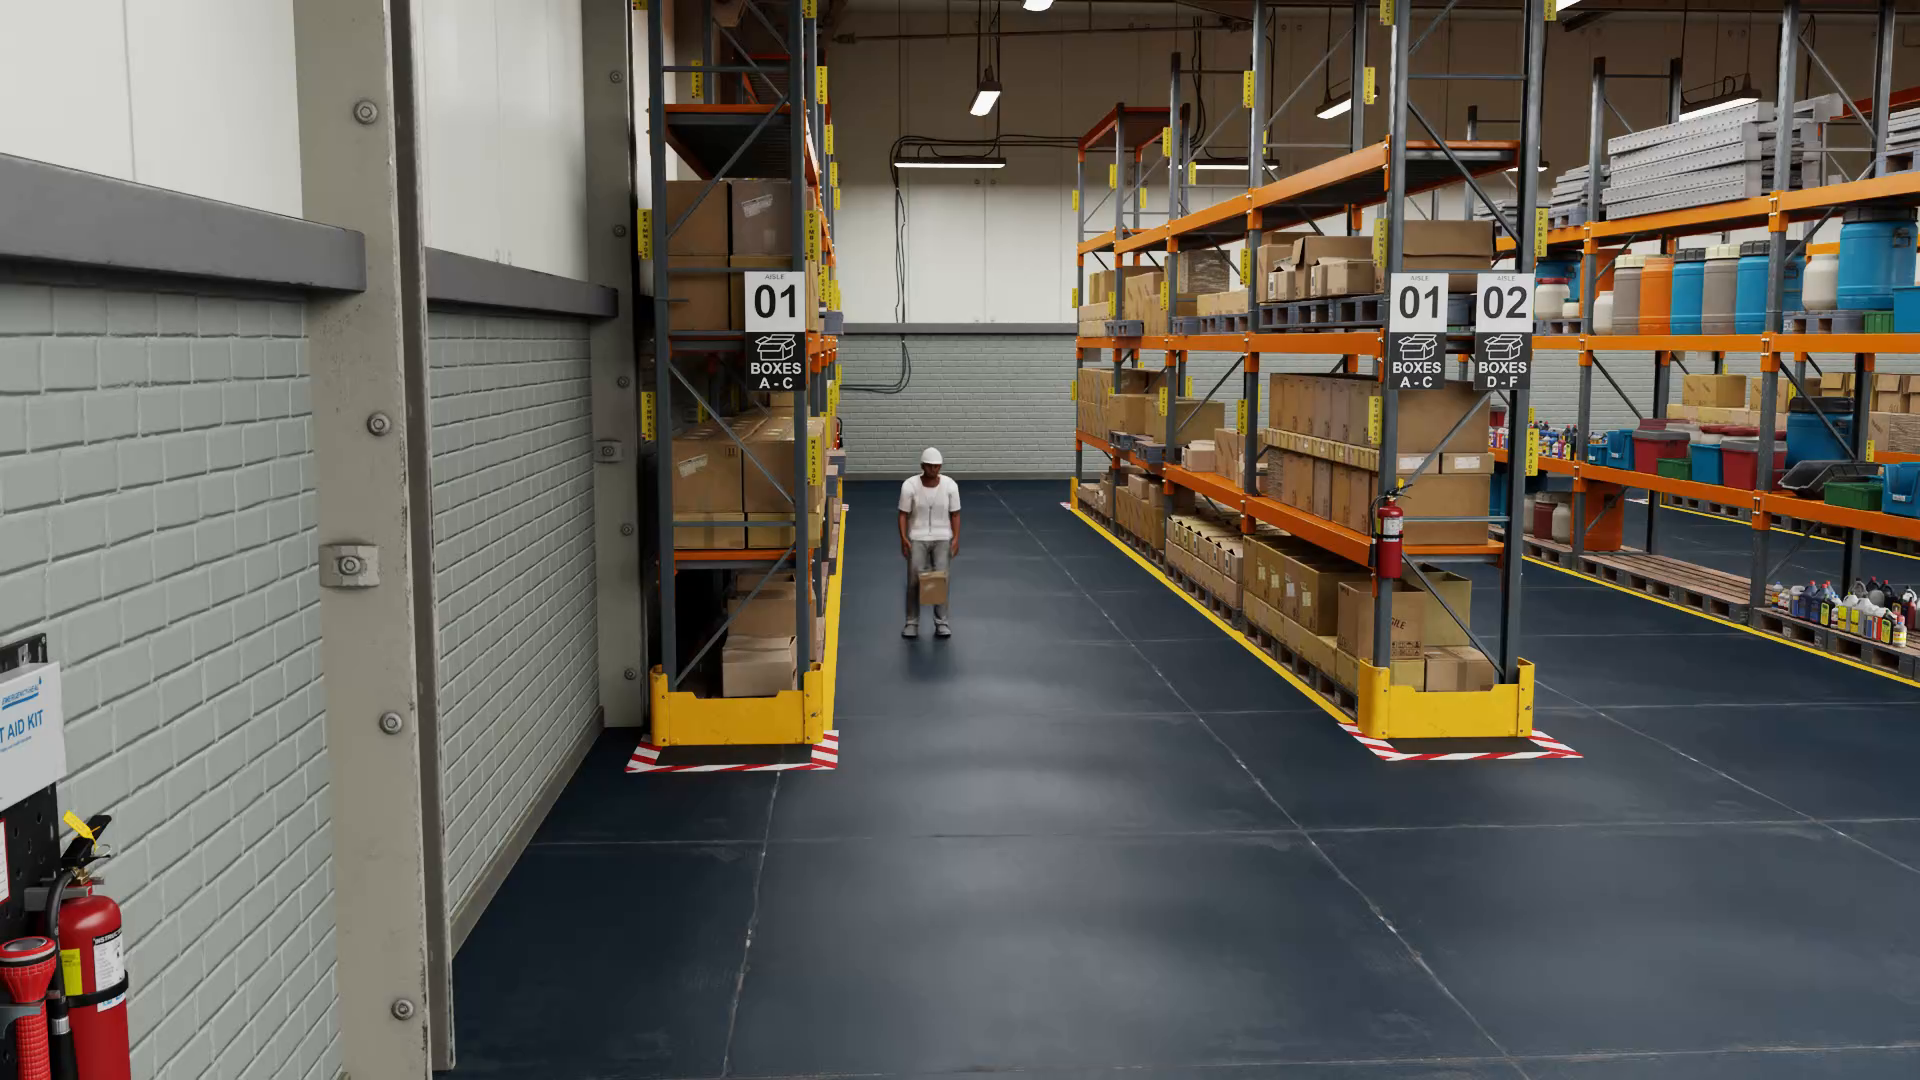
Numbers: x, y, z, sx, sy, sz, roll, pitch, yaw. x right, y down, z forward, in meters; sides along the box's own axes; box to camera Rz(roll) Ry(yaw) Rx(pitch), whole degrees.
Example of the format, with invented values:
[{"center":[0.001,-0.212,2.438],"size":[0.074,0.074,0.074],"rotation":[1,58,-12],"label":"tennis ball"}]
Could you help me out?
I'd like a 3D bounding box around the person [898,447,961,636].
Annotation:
[{"center":[-0.283,0.013,15.539],"size":[0.592,1.764,0.430],"rotation":[-1,7,-5],"label":"person"}]
